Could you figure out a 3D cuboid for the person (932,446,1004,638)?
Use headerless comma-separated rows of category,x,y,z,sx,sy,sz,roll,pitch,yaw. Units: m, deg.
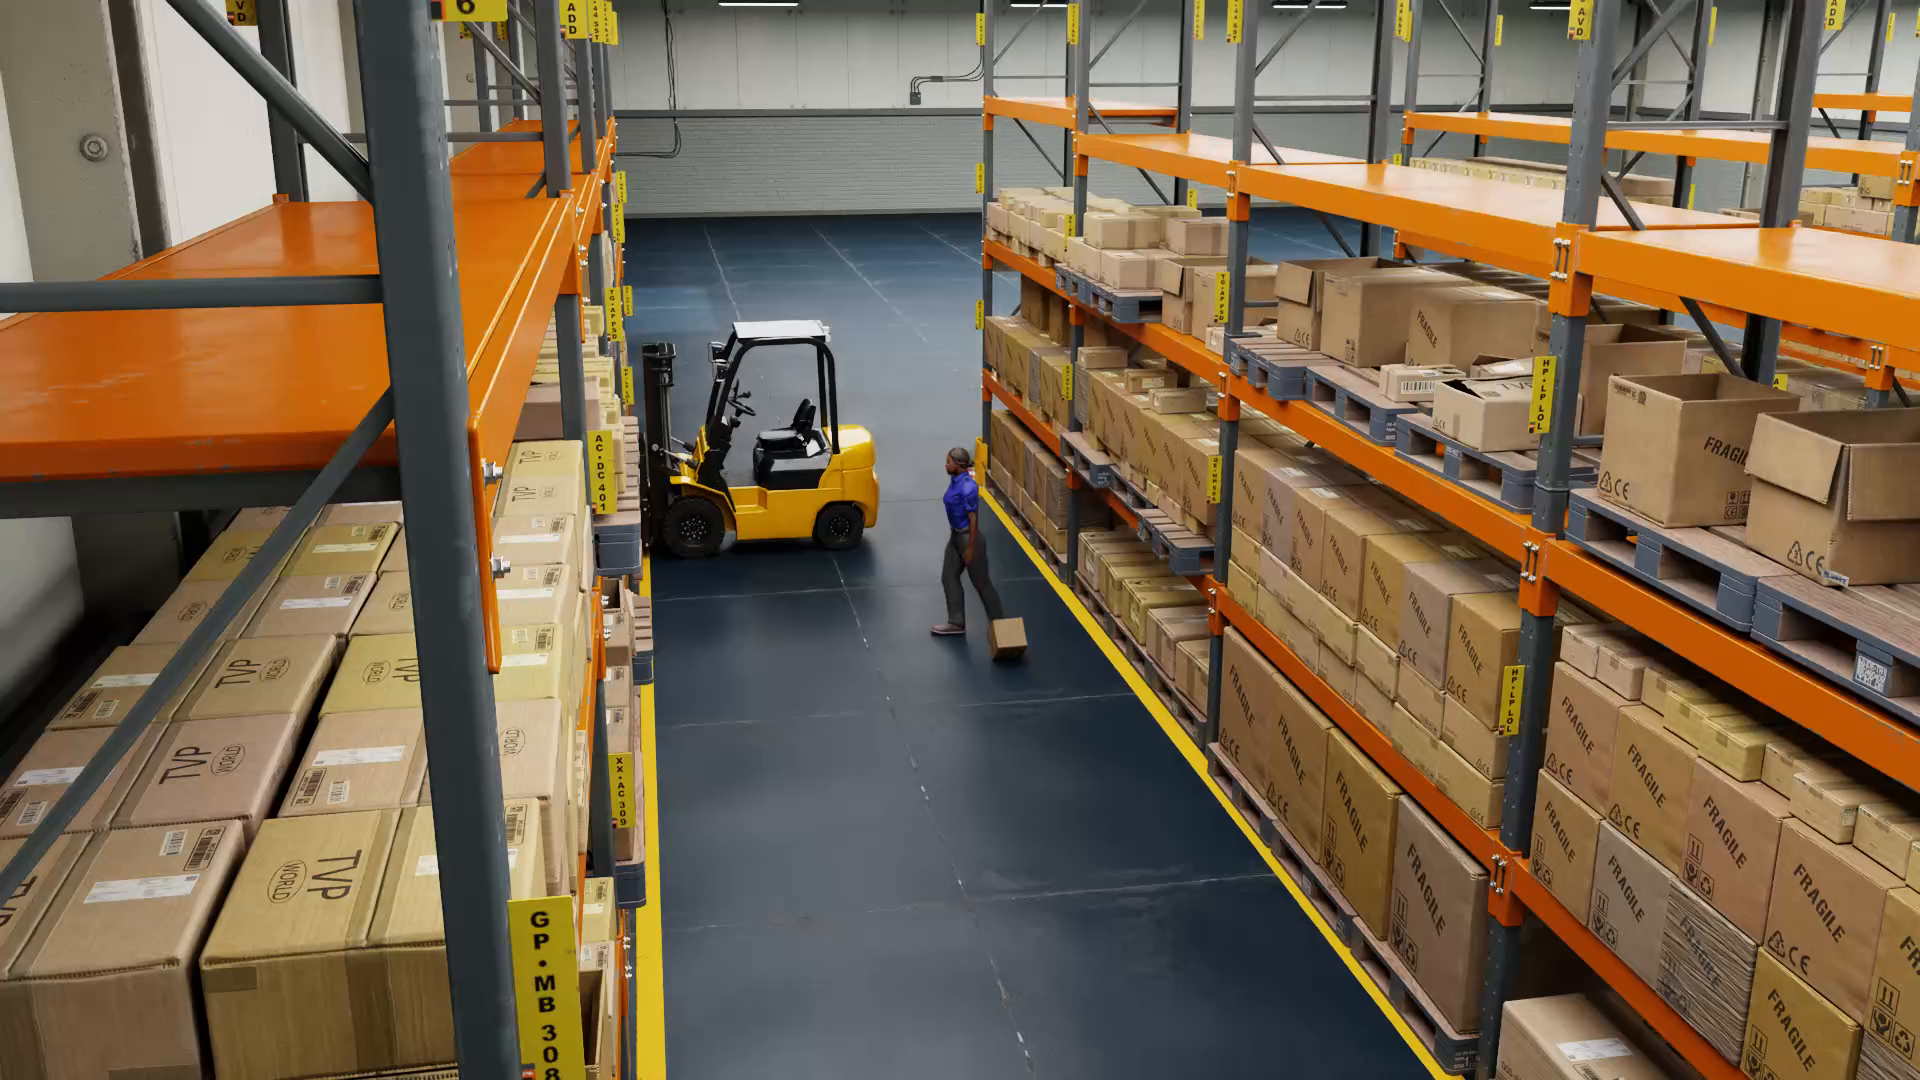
person,0.080,0.018,13.988,0.588,1.641,0.510,-6,17,-18
